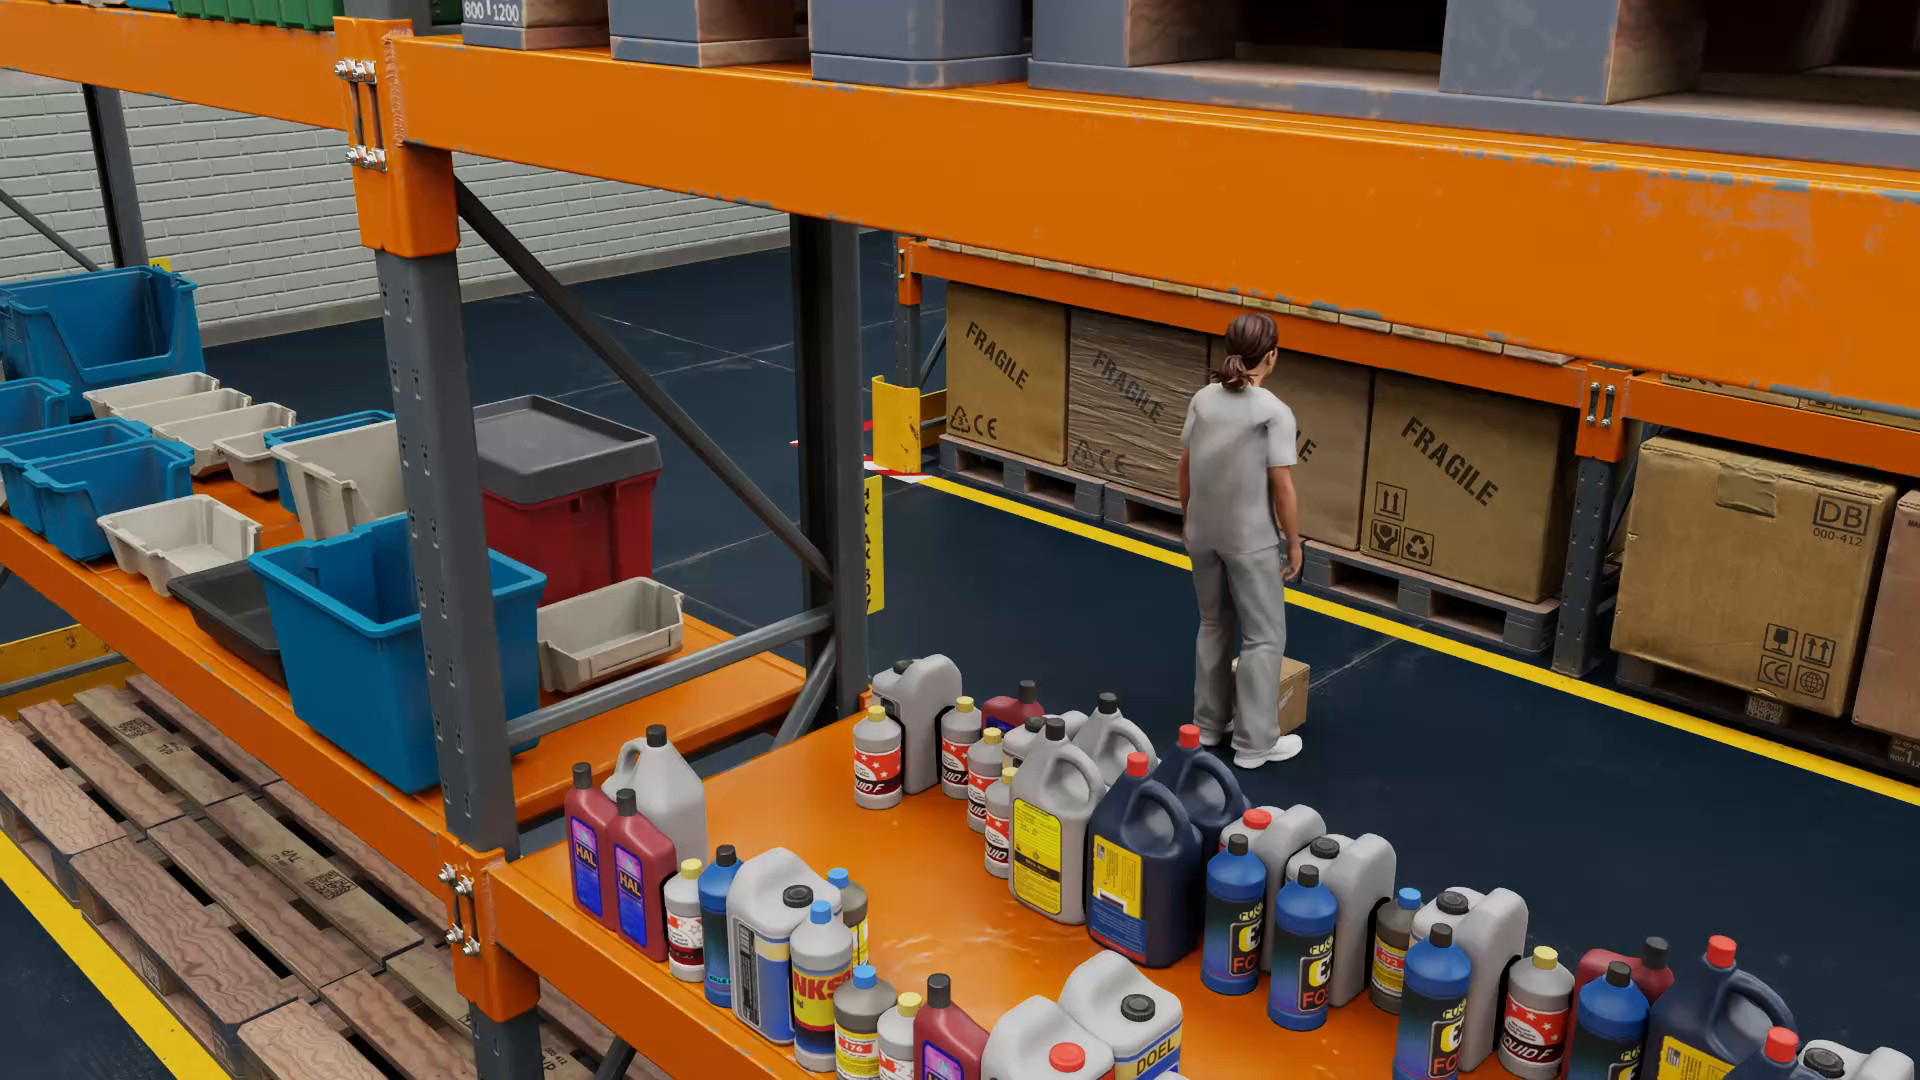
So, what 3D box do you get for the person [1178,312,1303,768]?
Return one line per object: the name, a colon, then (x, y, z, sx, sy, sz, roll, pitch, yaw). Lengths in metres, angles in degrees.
person: (1.034, -0.005, 6.093, 0.509, 1.673, 0.407, 18, 27, 39)
